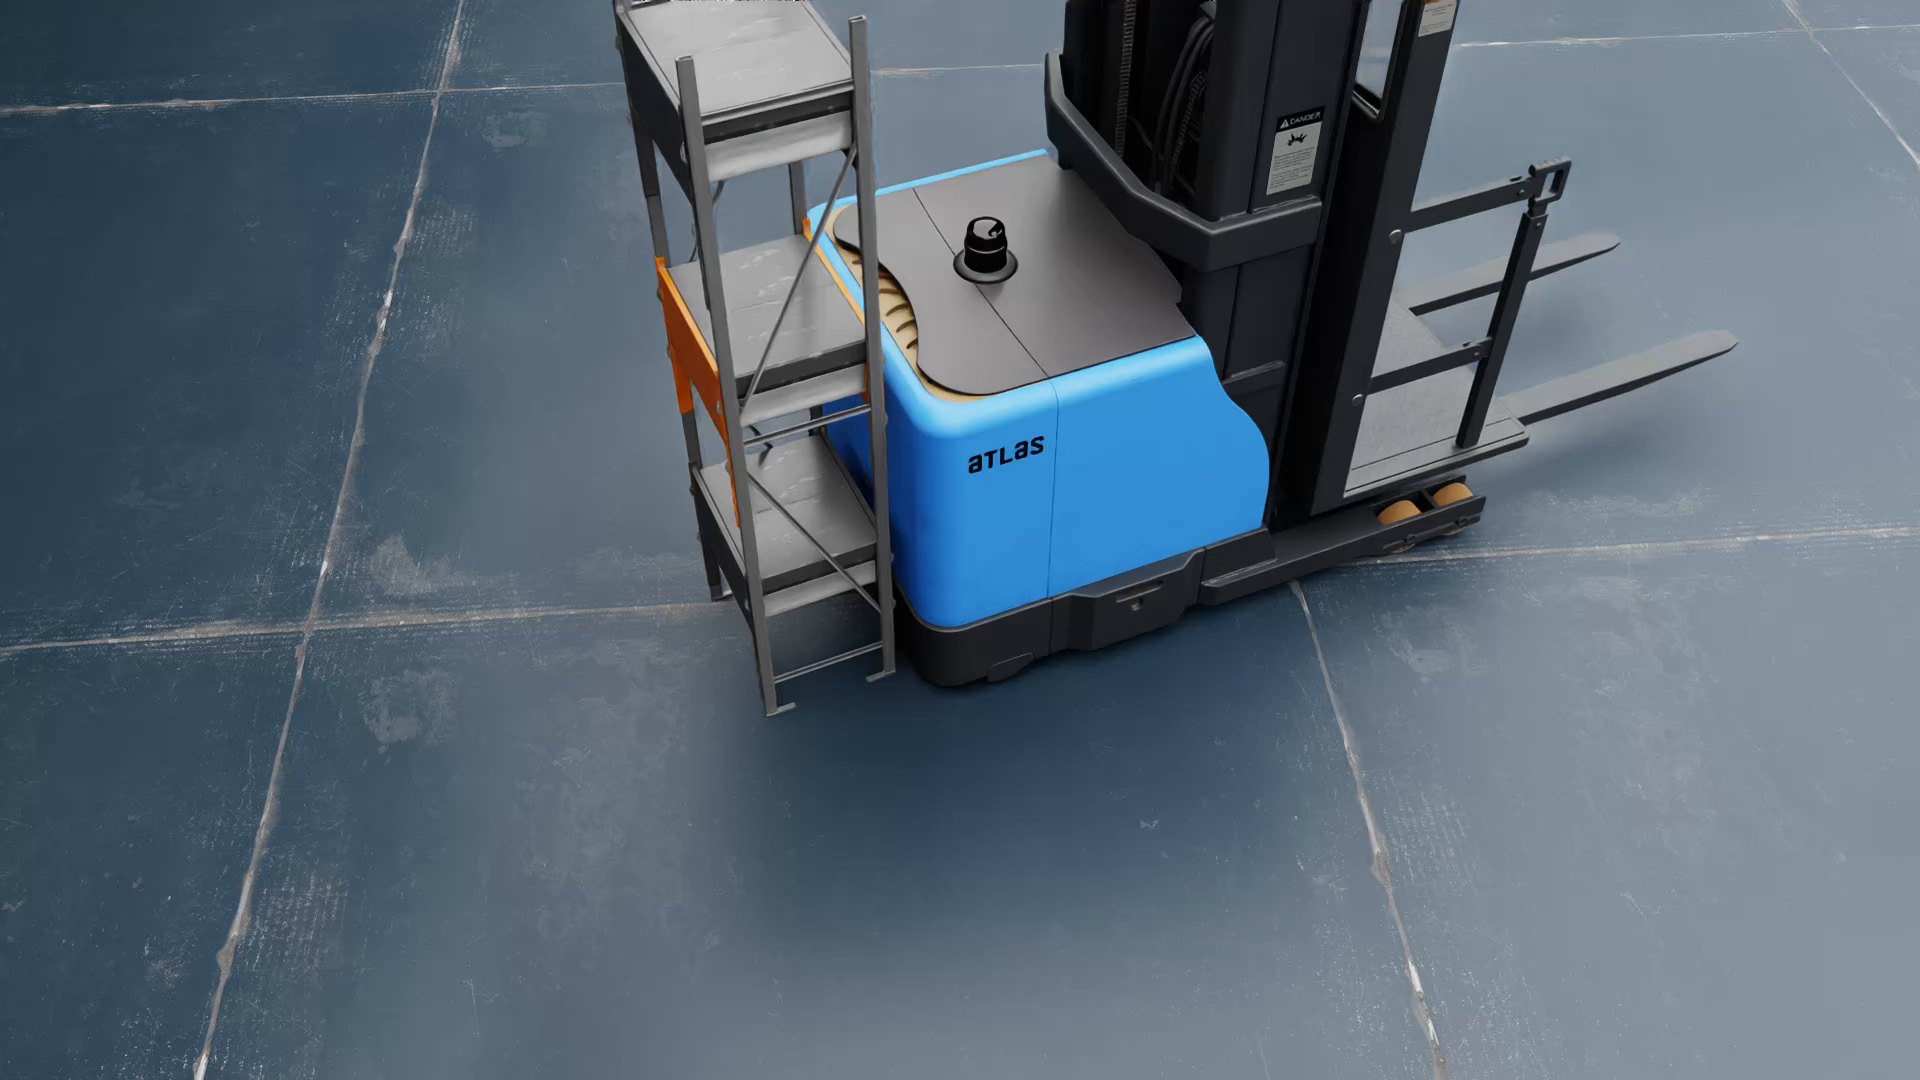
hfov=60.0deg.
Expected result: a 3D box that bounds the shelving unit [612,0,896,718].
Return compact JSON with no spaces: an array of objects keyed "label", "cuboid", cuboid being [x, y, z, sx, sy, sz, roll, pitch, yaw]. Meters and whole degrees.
[{"label":"shelving unit","cuboid":[-0.474,-0.437,4.218,0.431,2.100,0.503,-18,49,-16]}]

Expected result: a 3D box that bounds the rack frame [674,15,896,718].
[{"label":"rack frame","cuboid":[-0.373,-0.276,4.065,0.400,2.100,0.015,-18,49,-16]}]

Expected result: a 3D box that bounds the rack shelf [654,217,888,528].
[{"label":"rack shelf","cuboid":[-0.474,-0.428,4.228,0.431,0.518,0.480,-18,49,-16]}]

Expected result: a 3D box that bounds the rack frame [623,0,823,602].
[{"label":"rack frame","cuboid":[-0.575,-0.598,4.370,0.400,2.100,0.015,-18,49,-16]}]

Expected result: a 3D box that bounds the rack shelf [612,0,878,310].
[{"label":"rack shelf","cuboid":[-0.474,-0.909,3.719,0.431,0.518,0.480,-18,49,-16]}]

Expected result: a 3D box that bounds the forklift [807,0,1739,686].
[{"label":"forklift","cuboid":[1.091,-1.303,4.466,3.031,2.935,1.130,-18,49,-16]}]

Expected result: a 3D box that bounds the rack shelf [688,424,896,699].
[{"label":"rack shelf","cuboid":[-0.474,0.054,4.736,0.431,0.518,0.480,-18,49,-16]}]
